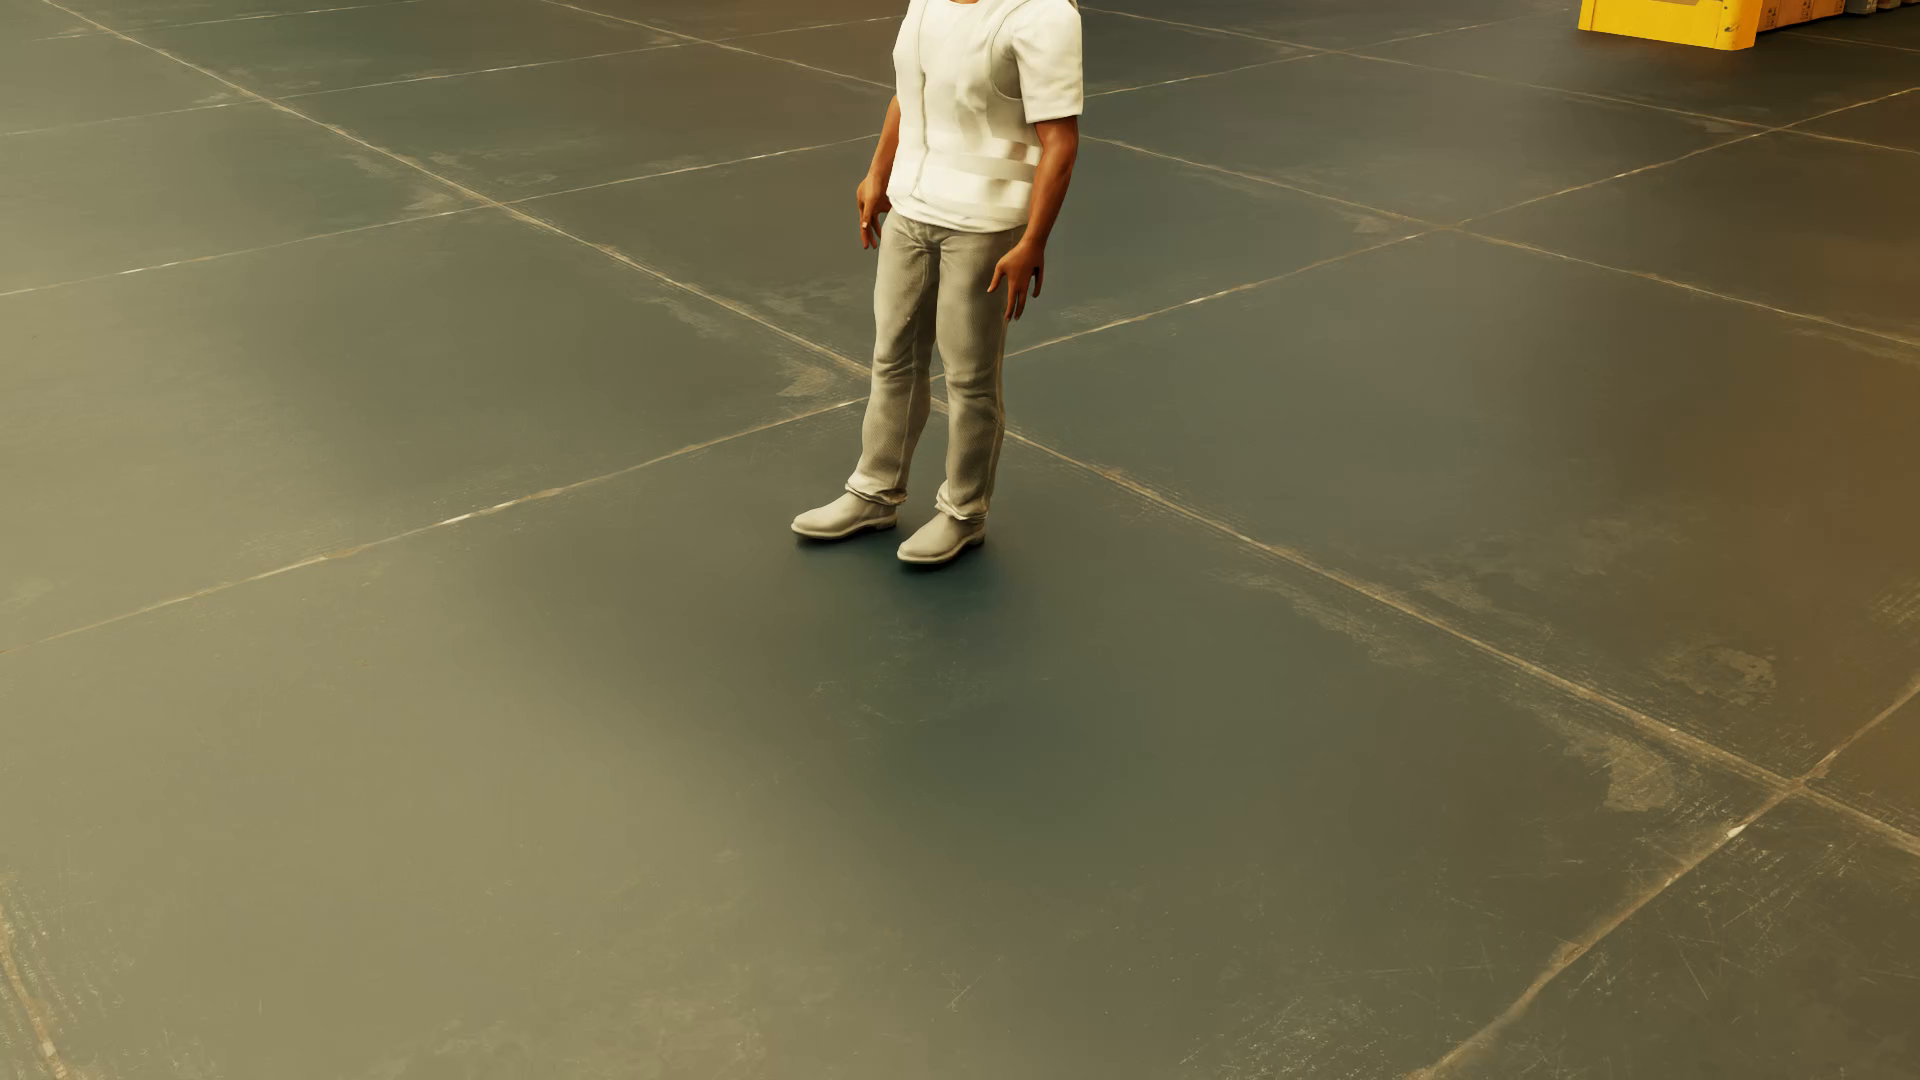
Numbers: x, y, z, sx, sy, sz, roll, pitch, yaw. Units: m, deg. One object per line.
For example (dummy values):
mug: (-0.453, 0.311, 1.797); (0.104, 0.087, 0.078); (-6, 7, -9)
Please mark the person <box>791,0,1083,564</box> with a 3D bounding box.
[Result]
person: (-0.057, -0.780, 4.070); (0.577, 1.765, 0.665); (-20, 33, -35)
